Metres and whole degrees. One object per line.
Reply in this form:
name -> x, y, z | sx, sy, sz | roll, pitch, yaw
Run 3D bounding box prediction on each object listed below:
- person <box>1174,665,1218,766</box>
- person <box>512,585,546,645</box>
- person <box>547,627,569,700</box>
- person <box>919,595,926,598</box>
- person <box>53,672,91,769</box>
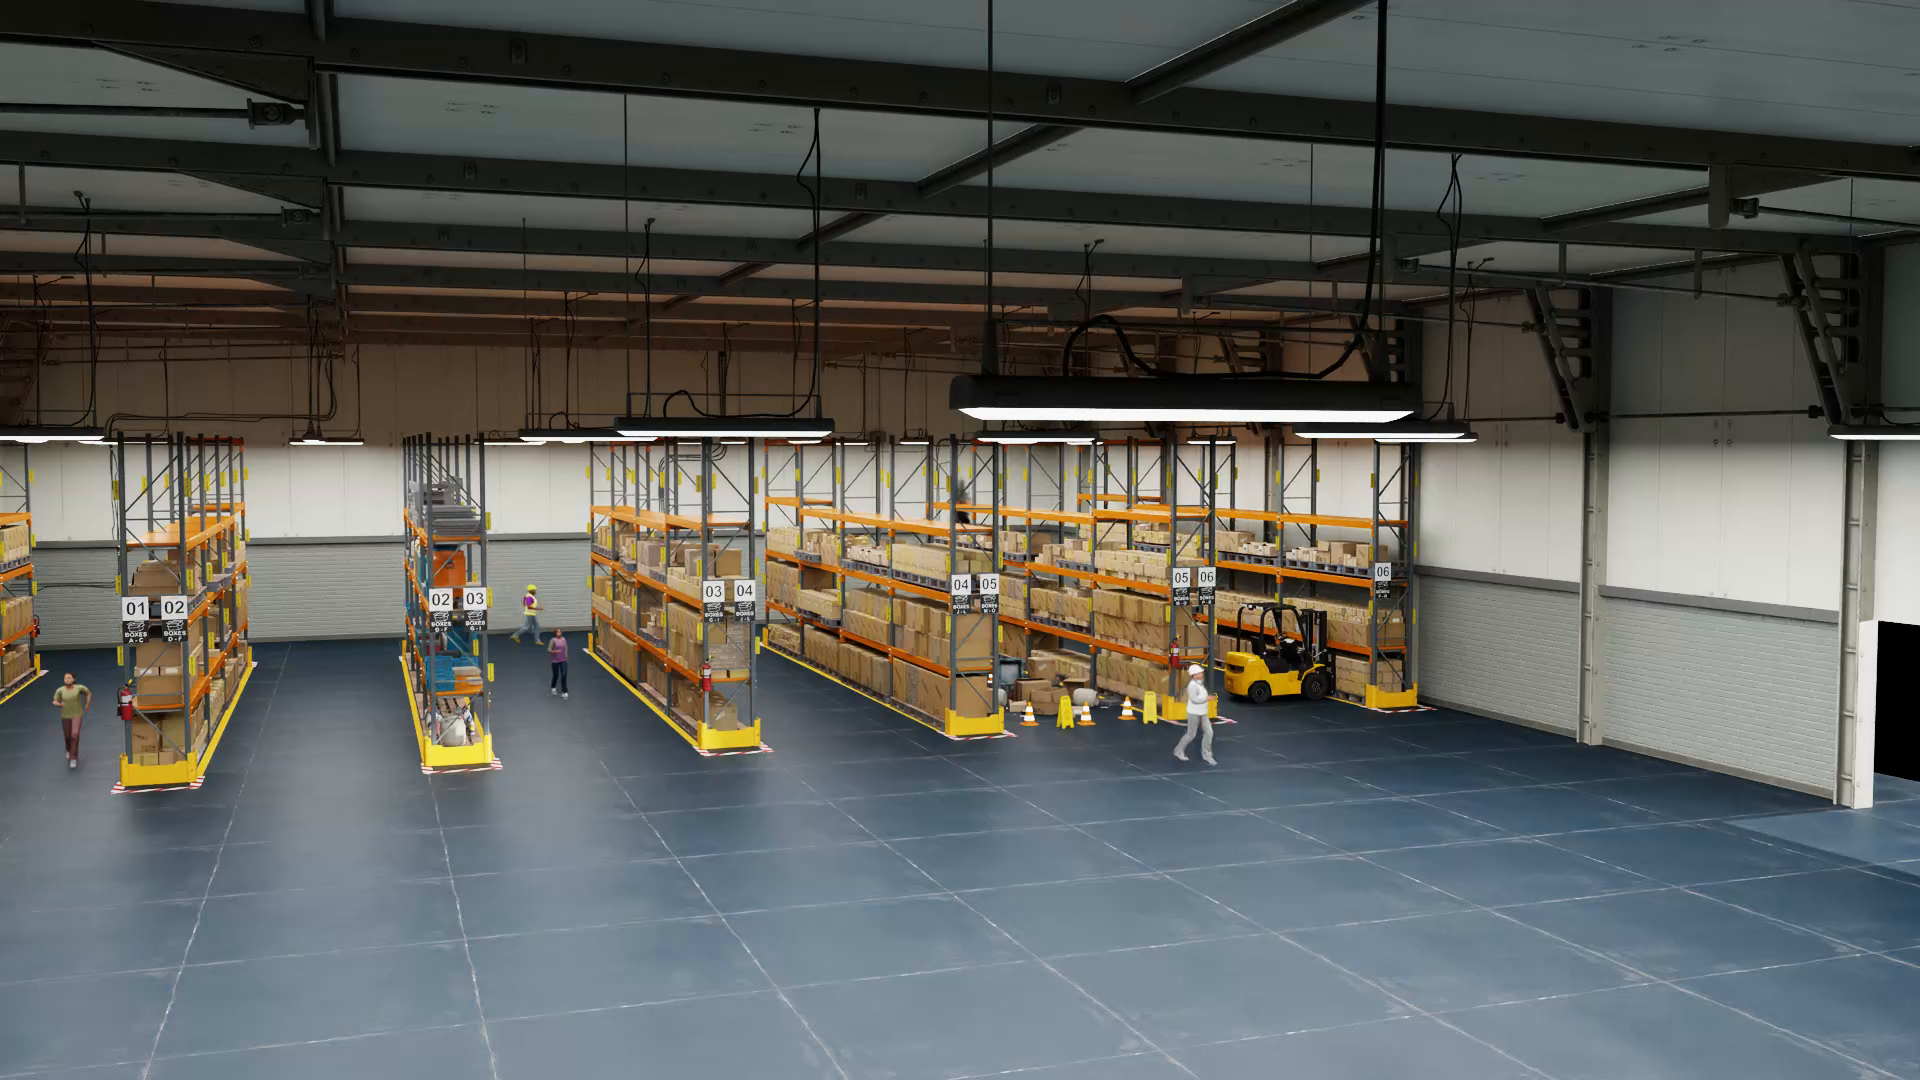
person -> 4.247, 3.159, 30.049 | 0.789, 1.824, 0.633 | 2, 4, 29
person -> -12.464, 2.180, 48.038 | 0.948, 1.754, 0.681 | 0, 3, -9
person -> -9.157, 2.794, 37.939 | 0.531, 1.607, 0.838 | -2, 4, -31
person -> -0.944, 2.047, 51.484 | 0.682, 1.707, 0.776 | -1, 3, -12
person -> -16.061, 3.218, 30.082 | 0.583, 1.694, 0.955 | -1, 3, -18
